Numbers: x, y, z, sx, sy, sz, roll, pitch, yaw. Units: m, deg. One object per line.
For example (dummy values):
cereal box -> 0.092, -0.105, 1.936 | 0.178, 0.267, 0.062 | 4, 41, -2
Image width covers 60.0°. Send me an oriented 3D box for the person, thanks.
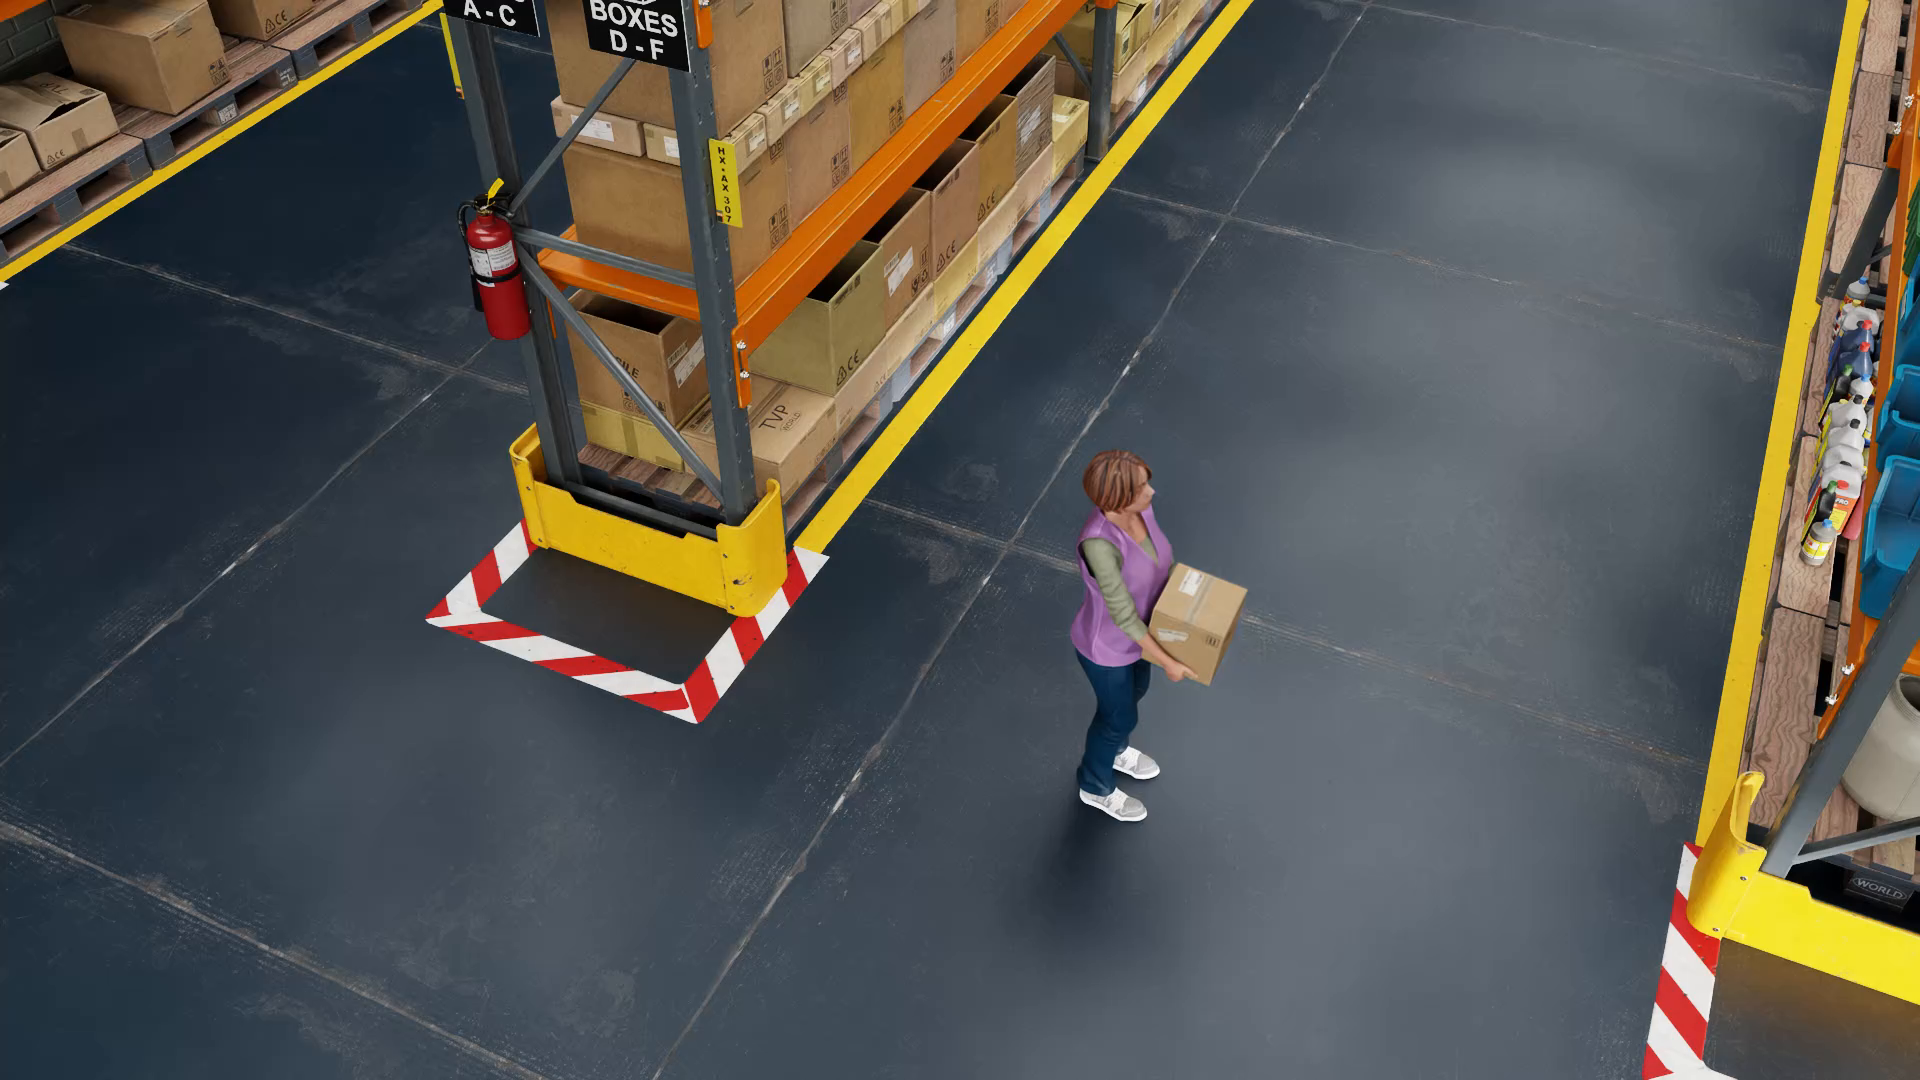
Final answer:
person -> 0.629, 0.357, 5.783 | 0.498, 1.589, 0.408 | 18, 45, 18
